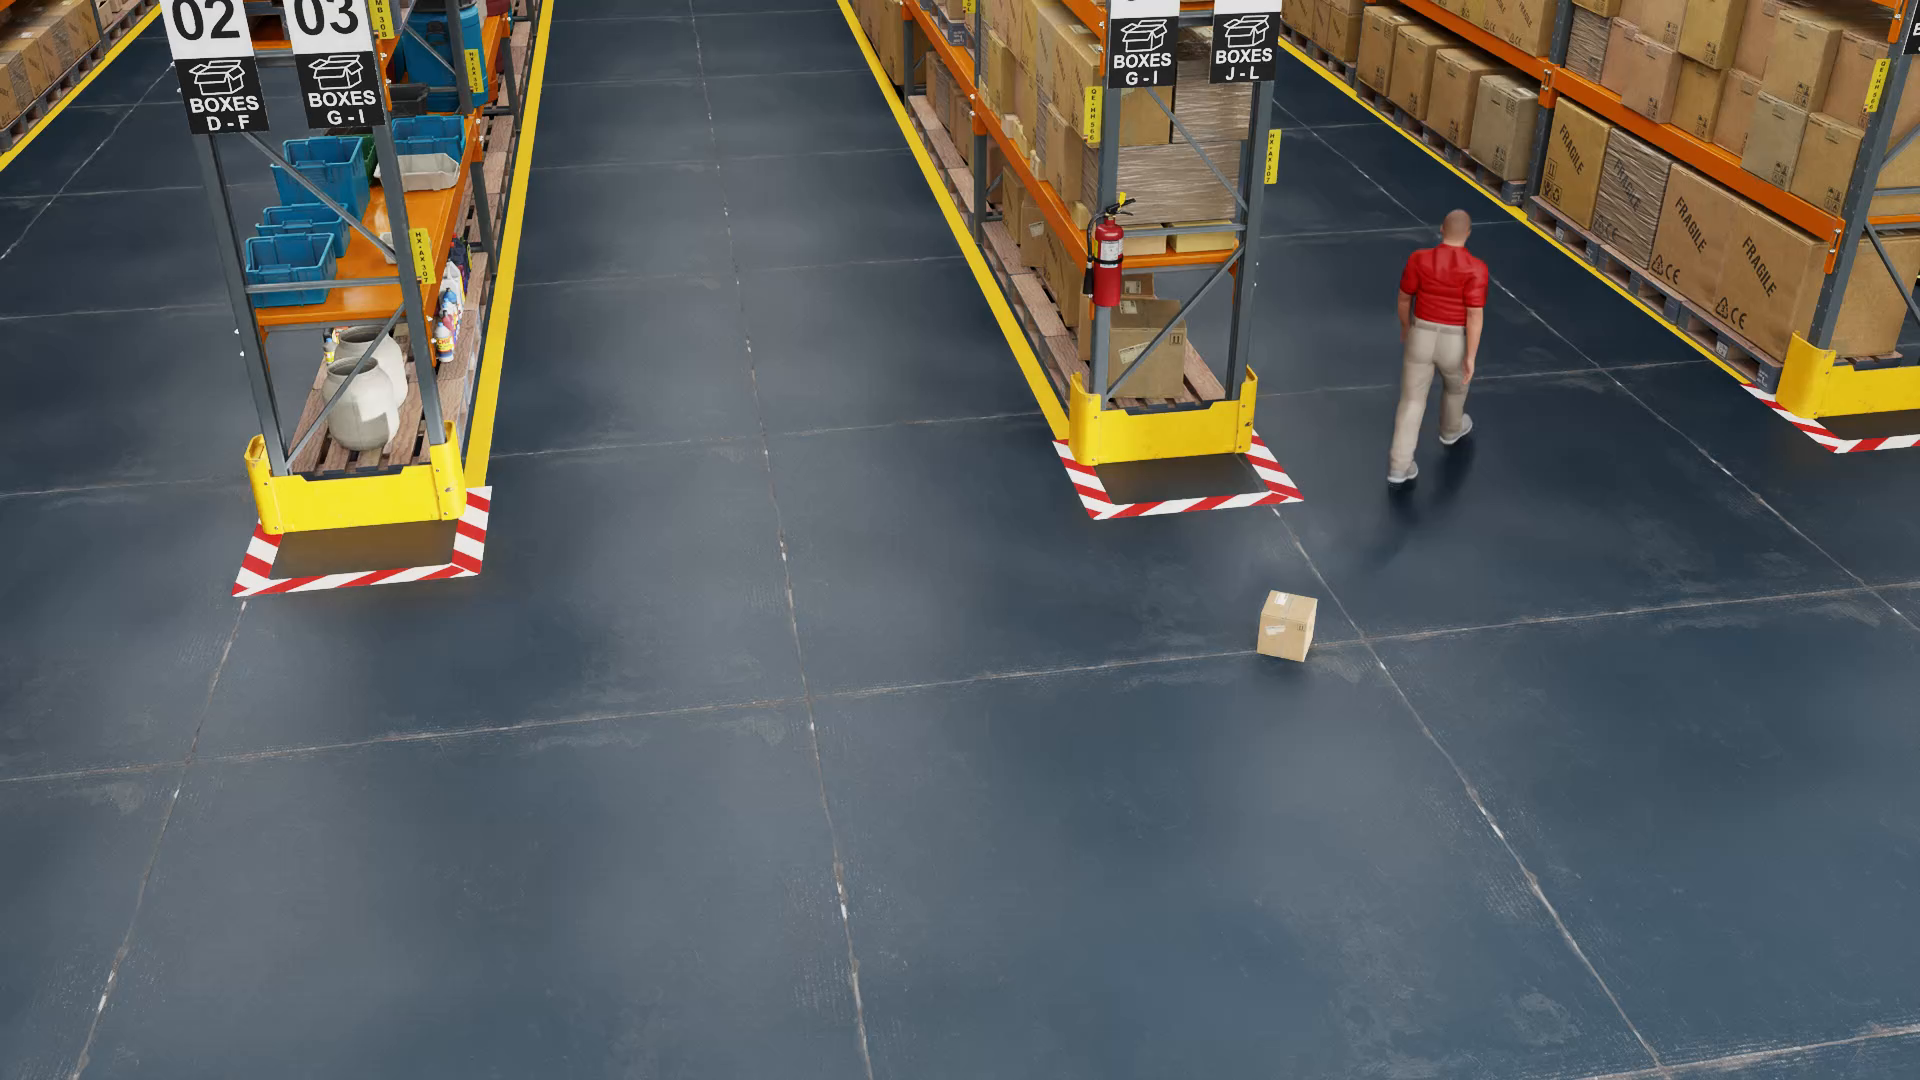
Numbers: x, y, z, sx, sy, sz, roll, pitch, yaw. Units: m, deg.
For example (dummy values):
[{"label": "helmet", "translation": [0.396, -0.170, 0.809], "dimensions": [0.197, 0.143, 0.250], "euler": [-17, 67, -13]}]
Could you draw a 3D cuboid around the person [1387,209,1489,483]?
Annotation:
[{"label": "person", "translation": [2.951, -1.254, 10.291], "dimensions": [0.550, 1.657, 1.106], "euler": [13, 33, 21]}]
